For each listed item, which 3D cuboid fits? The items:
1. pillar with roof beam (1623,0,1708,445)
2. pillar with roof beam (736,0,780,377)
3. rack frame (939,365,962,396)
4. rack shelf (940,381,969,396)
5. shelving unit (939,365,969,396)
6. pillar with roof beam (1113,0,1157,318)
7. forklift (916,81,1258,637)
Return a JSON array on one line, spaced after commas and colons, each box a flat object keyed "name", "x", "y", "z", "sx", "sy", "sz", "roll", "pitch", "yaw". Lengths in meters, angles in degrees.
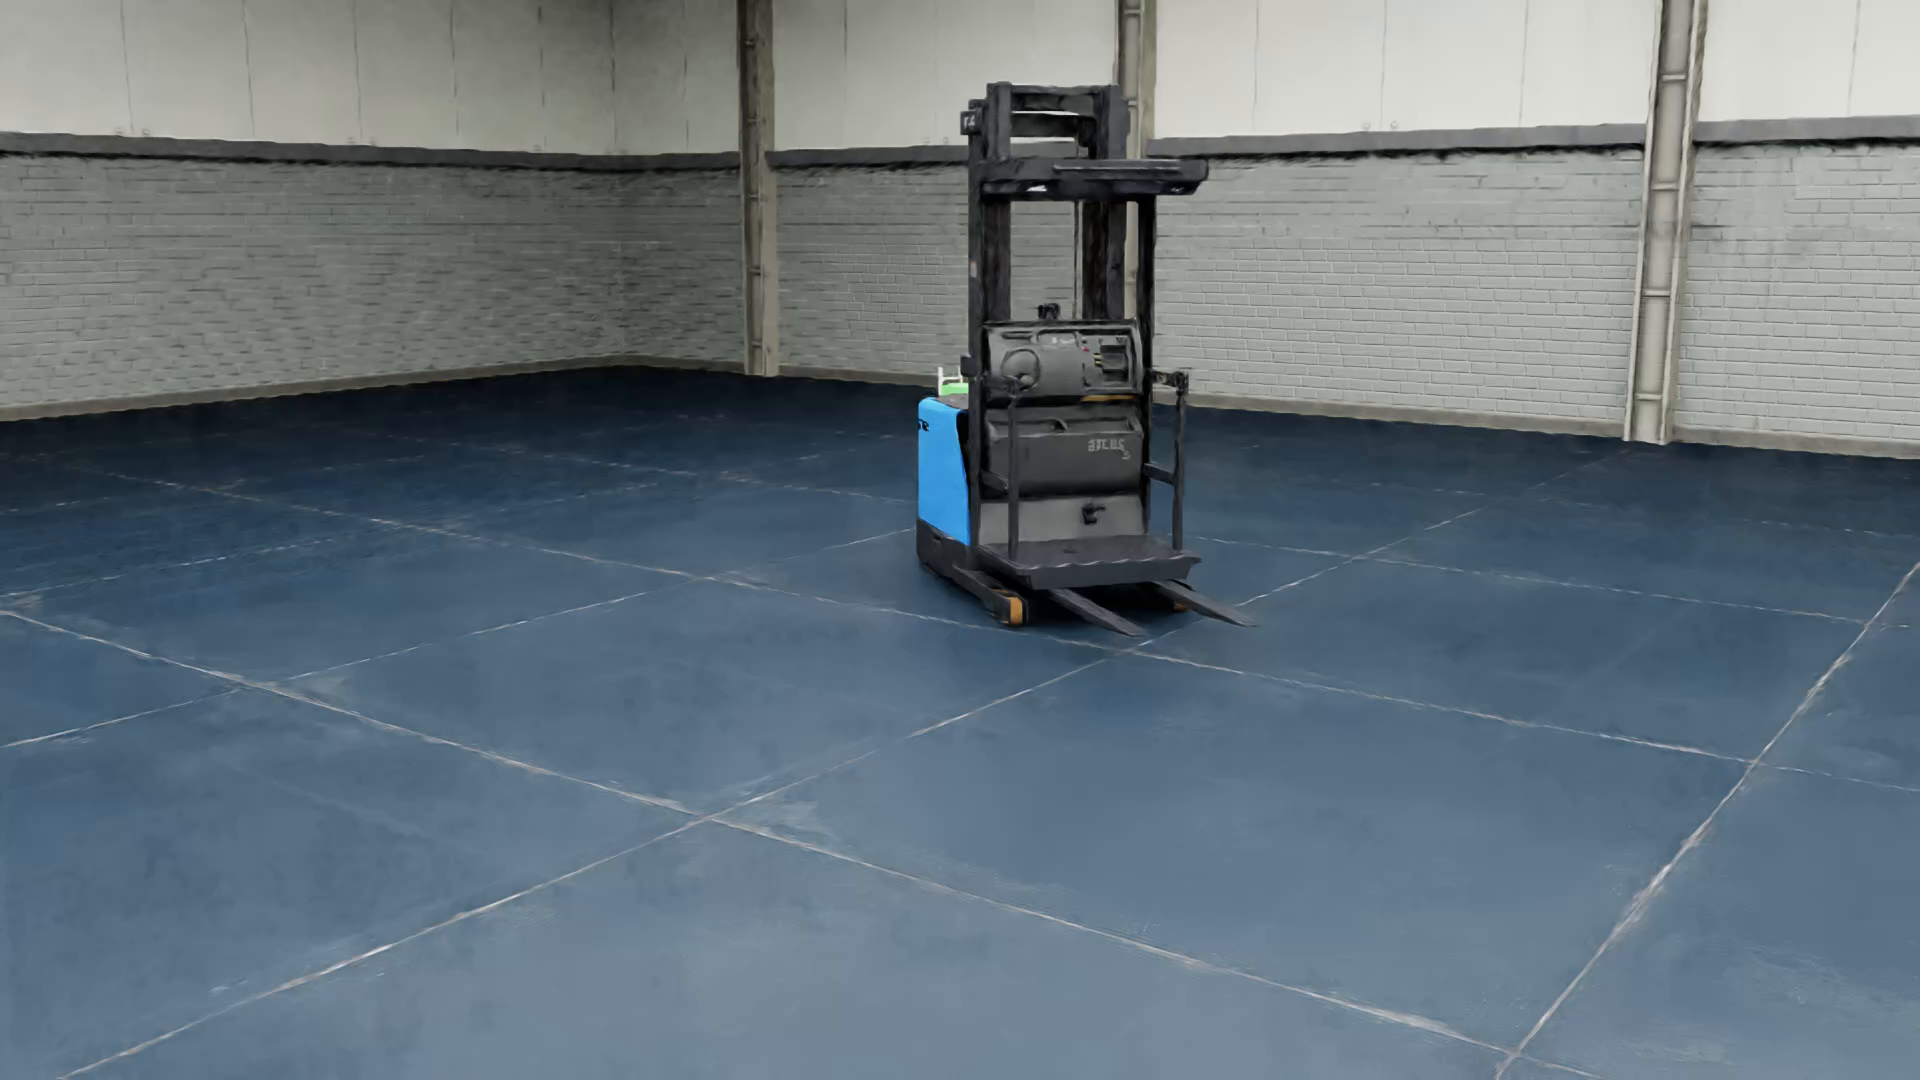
[{"name": "pillar with roof beam", "x": 4.321, "y": -4.743, "z": 12.354, "sx": 0.400, "sy": 9.000, "sz": 9.100, "roll": 8, "pitch": 13, "yaw": 36}, {"name": "pillar with roof beam", "x": -5.351, "y": -6.092, "z": 19.328, "sx": 0.400, "sy": 9.000, "sz": 9.100, "roll": 8, "pitch": 13, "yaw": 36}, {"name": "rack frame", "x": -0.063, "y": -0.598, "z": 11.461, "sx": 0.015, "sy": 1.200, "sz": 0.240, "roll": 8, "pitch": 13, "yaw": 36}, {"name": "rack shelf", "x": 0.133, "y": -0.979, "z": 11.240, "sx": 0.480, "sy": 0.148, "sz": 0.258, "roll": 8, "pitch": 13, "yaw": 36}, {"name": "shelving unit", "x": 0.133, "y": -0.570, "z": 11.320, "sx": 0.503, "sy": 1.200, "sz": 0.258, "roll": 8, "pitch": 13, "yaw": 36}, {"name": "pillar with roof beam", "x": -0.515, "y": -5.418, "z": 15.841, "sx": 0.400, "sy": 9.000, "sz": 9.100, "roll": 8, "pitch": 13, "yaw": 36}, {"name": "forklift", "x": 0.670, "y": -1.052, "z": 9.248, "sx": 1.130, "sy": 2.935, "sz": 3.031, "roll": -4, "pitch": 12, "yaw": -18}]
